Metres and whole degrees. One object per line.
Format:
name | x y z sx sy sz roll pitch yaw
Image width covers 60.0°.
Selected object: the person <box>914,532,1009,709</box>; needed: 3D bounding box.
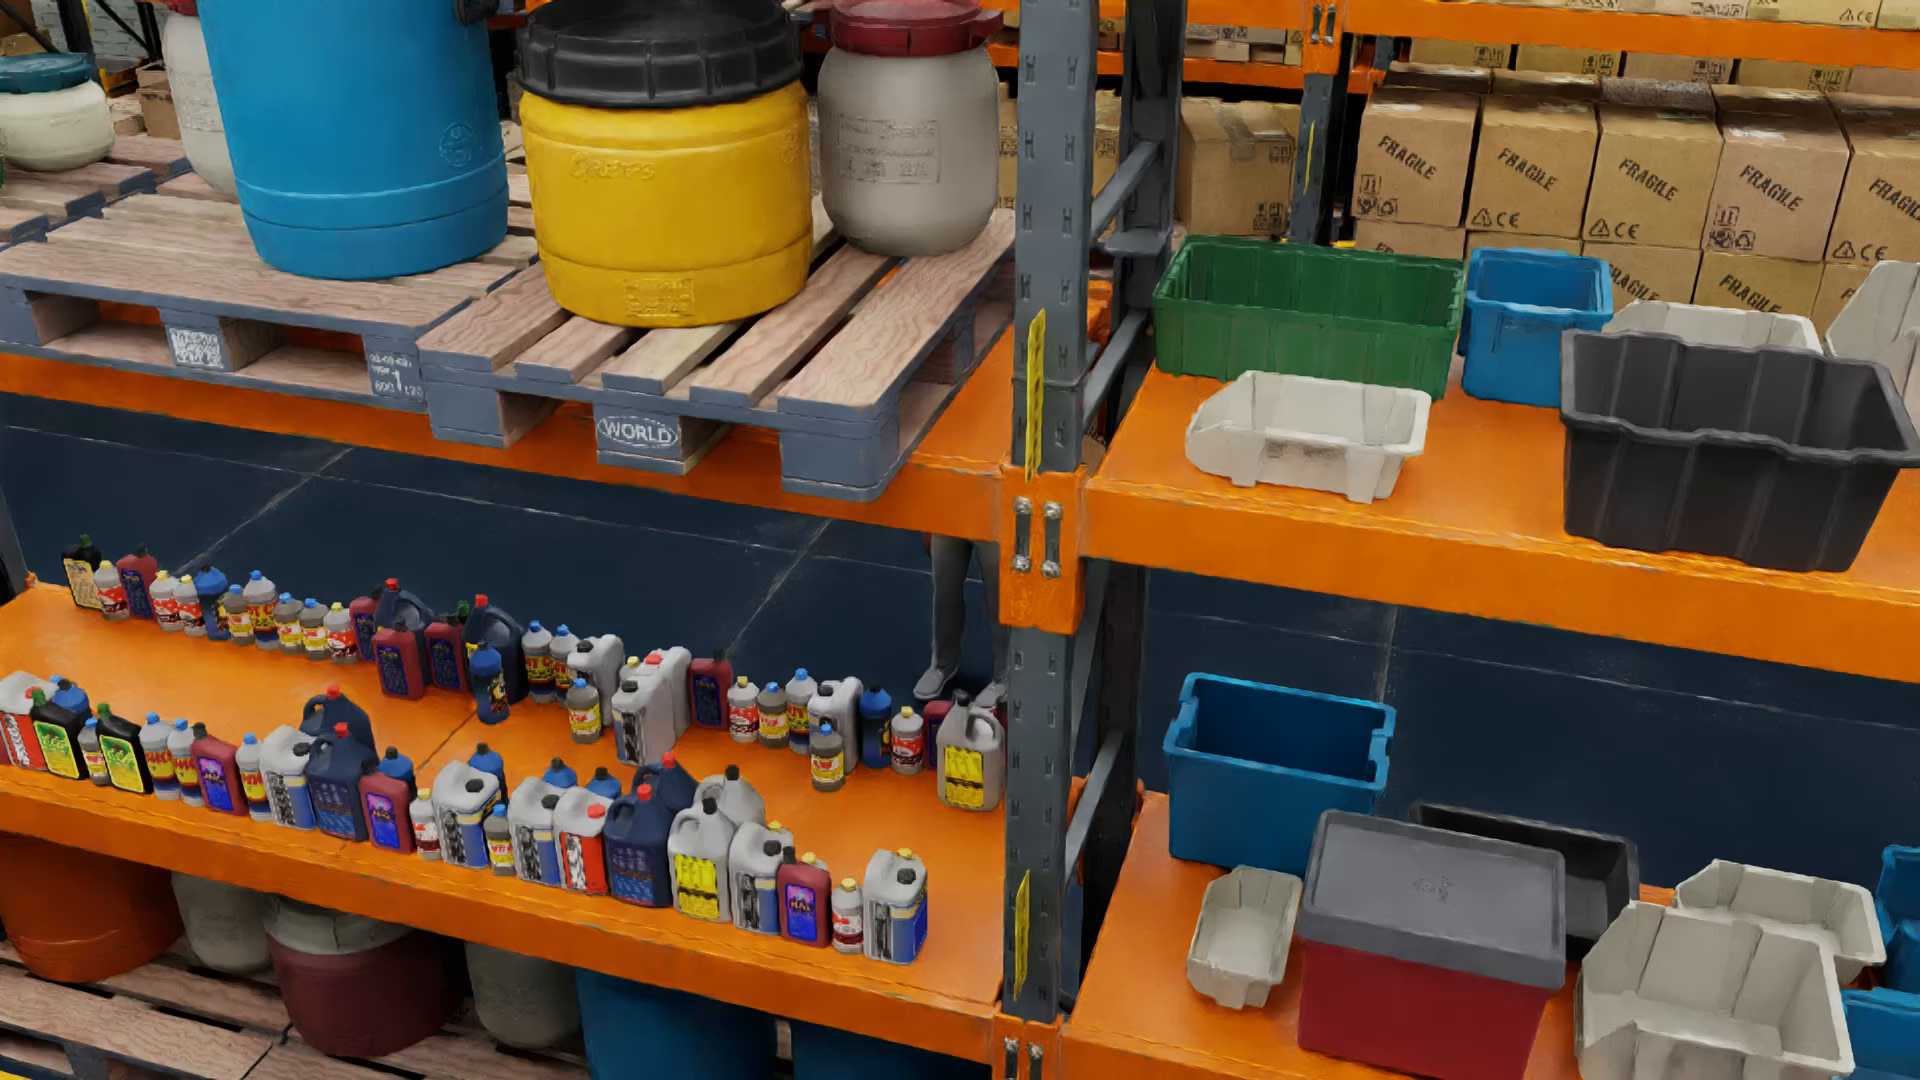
person | 0.047 -0.046 7.148 0.493 1.686 0.361 6 30 11
